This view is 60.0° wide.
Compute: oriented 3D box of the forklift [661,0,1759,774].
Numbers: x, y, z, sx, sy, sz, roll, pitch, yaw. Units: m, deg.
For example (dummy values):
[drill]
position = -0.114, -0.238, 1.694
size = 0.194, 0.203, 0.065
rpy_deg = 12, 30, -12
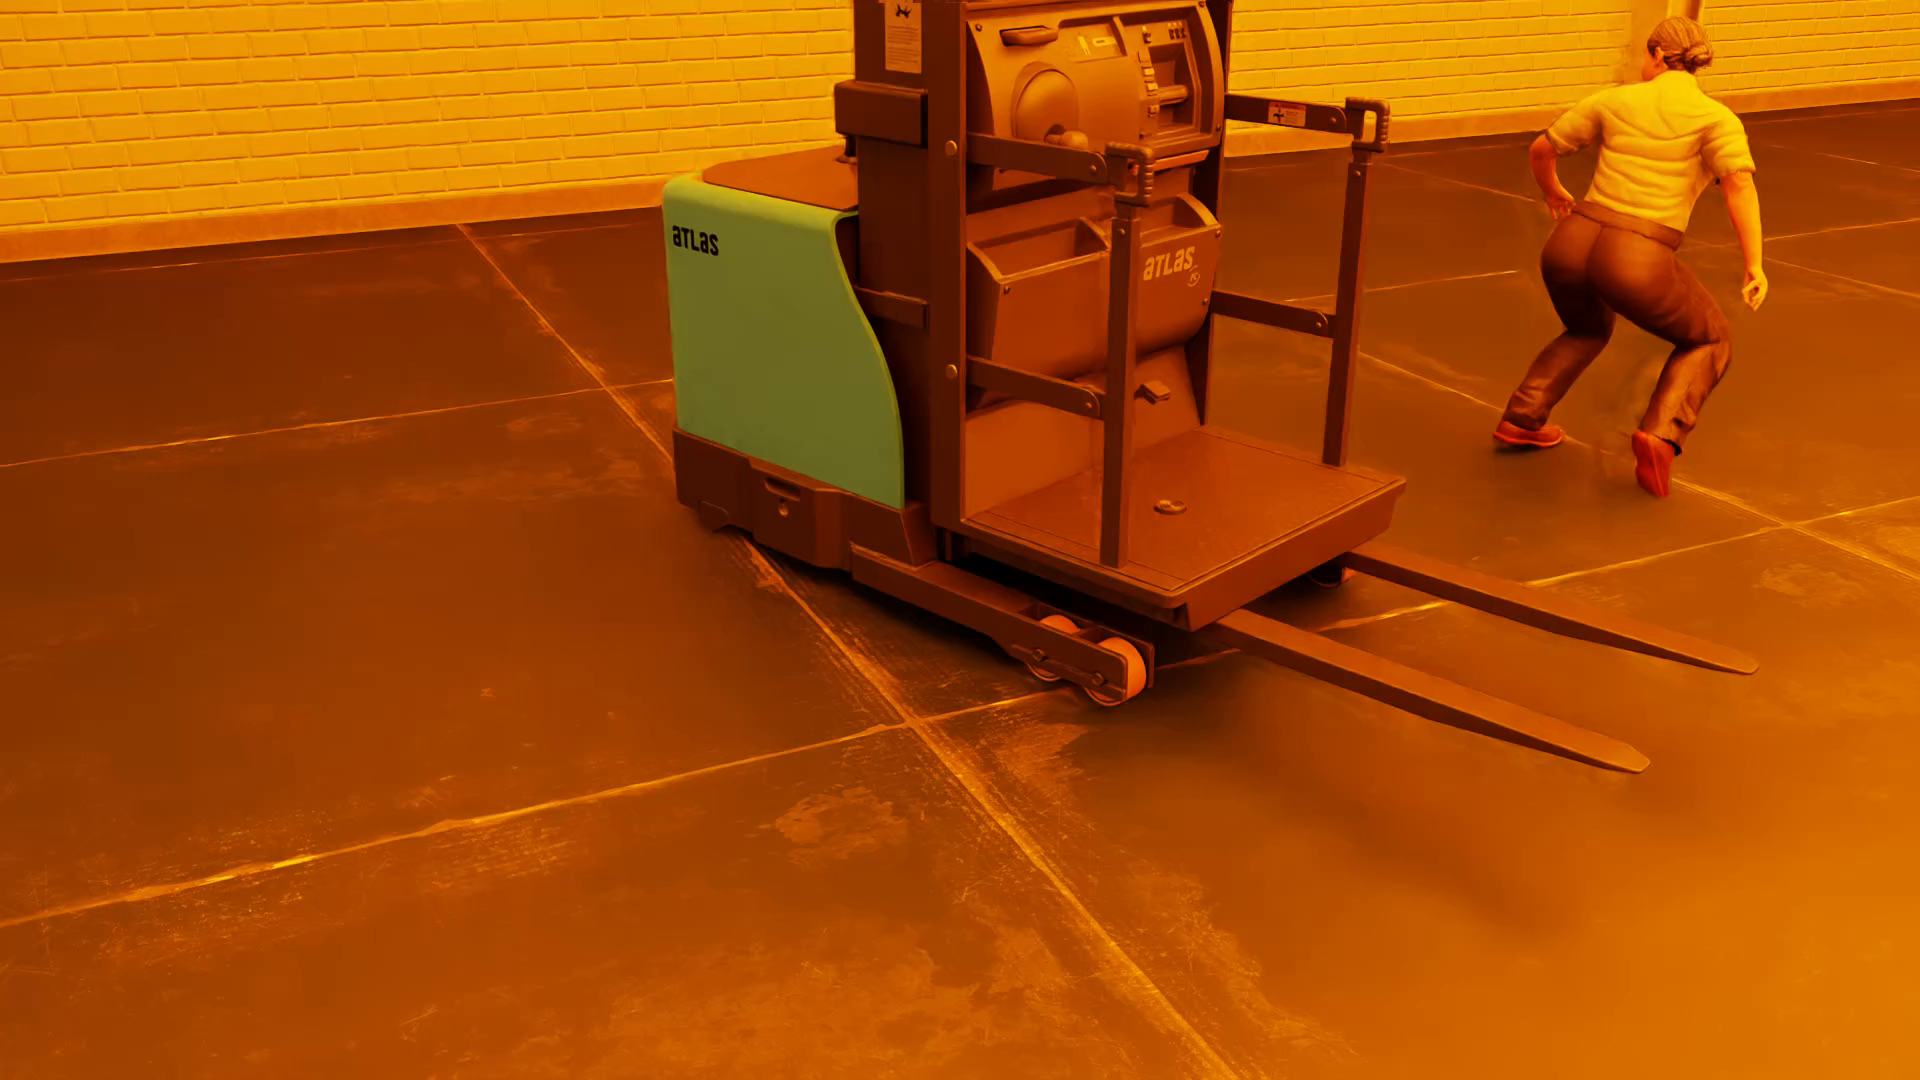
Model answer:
[forklift]
position = 0.520, -1.168, 4.098
size = 3.031, 2.935, 1.130
rpy_deg = 20, 30, 40

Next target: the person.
[person]
position = 2.236, -0.896, 5.439
size = 0.483, 1.534, 0.922
rpy_deg = -18, 29, -37
